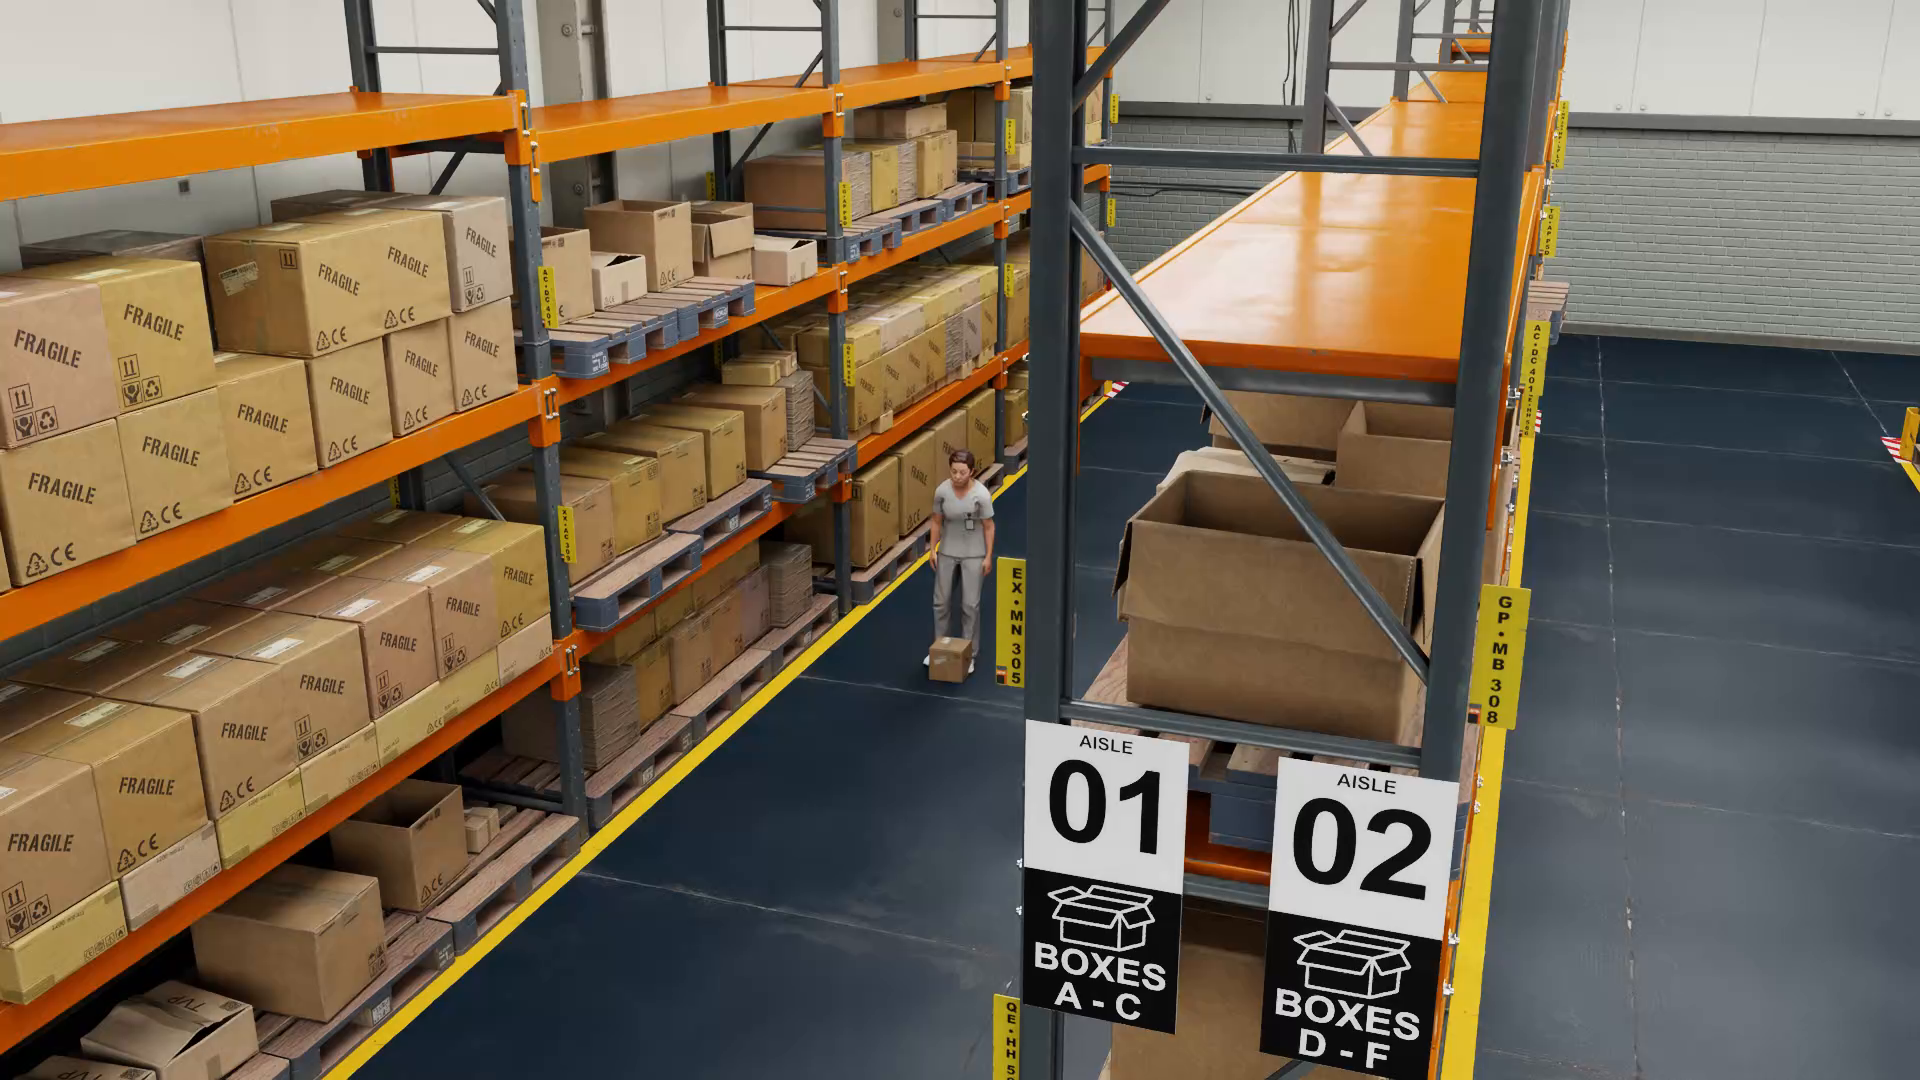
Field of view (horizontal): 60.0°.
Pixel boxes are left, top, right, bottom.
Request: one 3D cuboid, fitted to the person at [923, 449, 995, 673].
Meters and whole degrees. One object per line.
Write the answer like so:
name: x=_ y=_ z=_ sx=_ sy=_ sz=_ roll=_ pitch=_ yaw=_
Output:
person: x=-0.005 y=0.135 z=12.169 sx=0.498 sy=1.671 sz=0.416 roll=5 pitch=19 yaw=16
